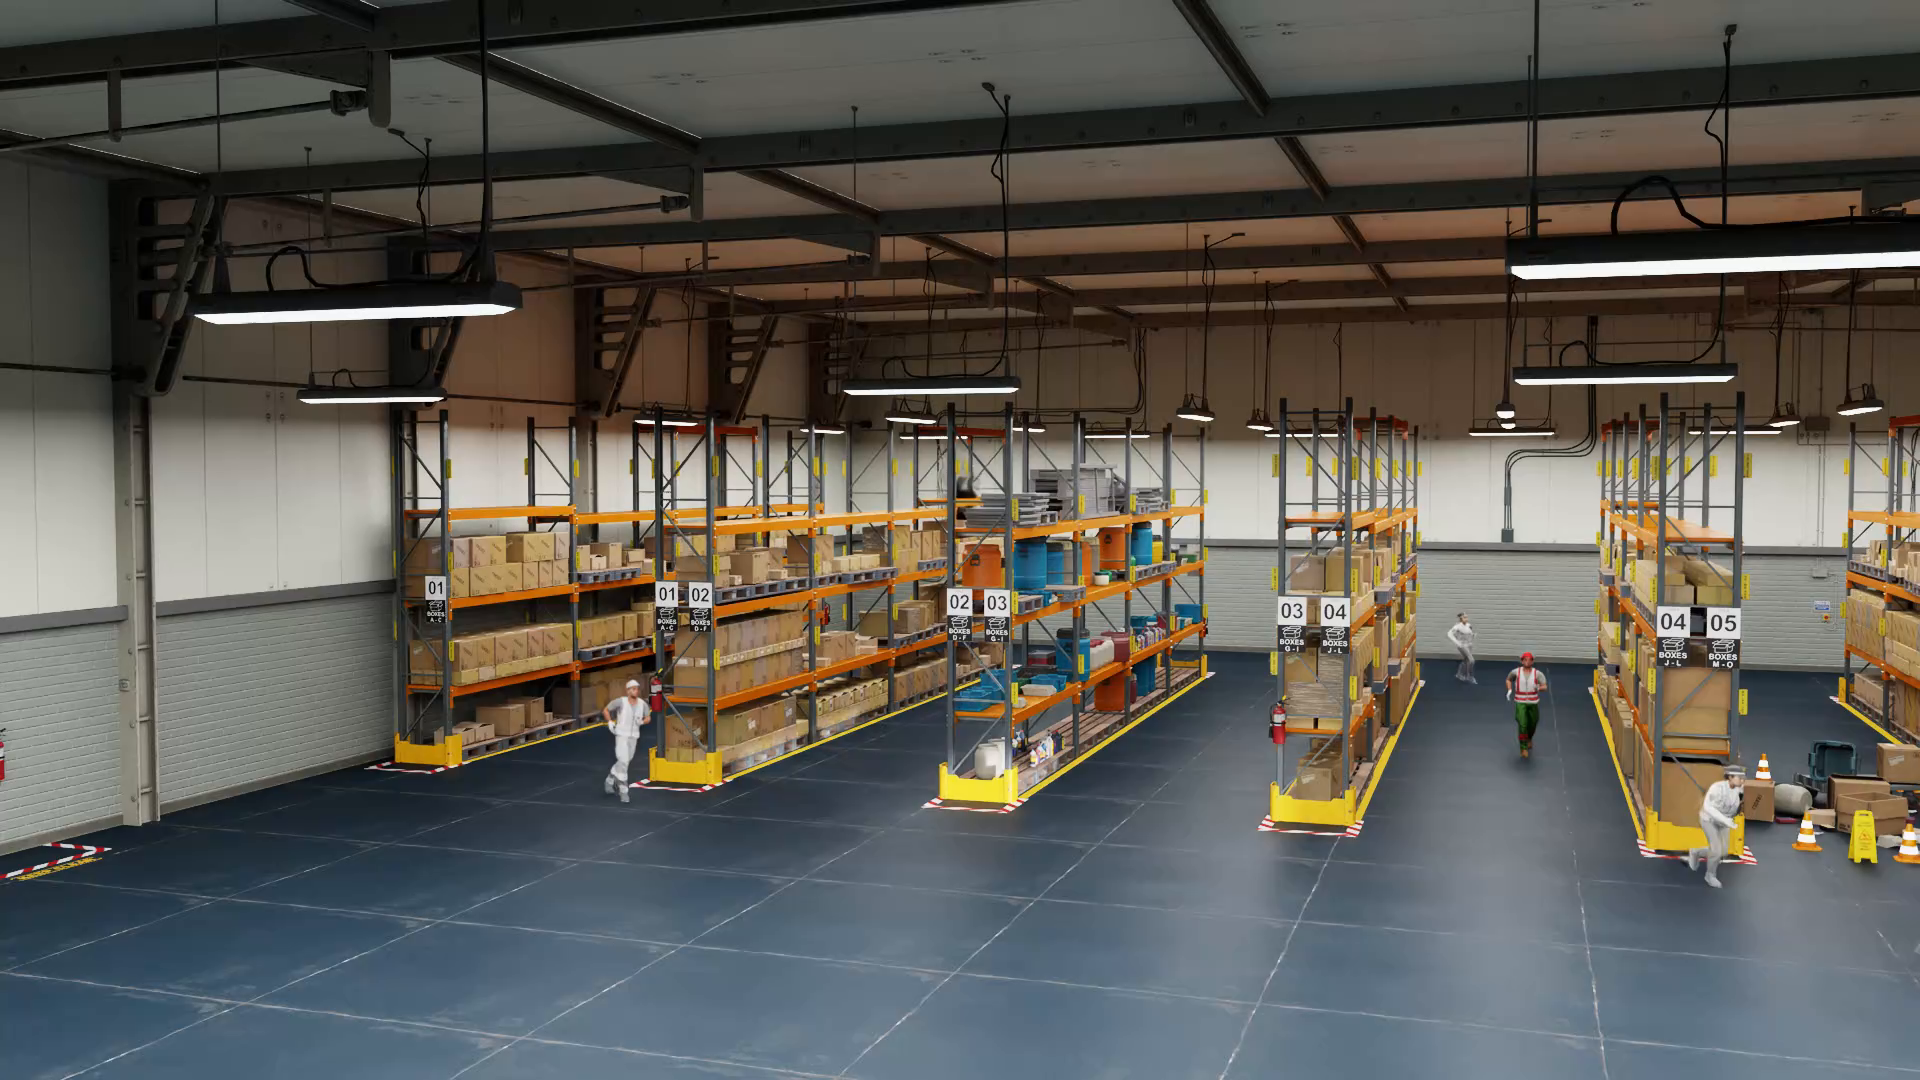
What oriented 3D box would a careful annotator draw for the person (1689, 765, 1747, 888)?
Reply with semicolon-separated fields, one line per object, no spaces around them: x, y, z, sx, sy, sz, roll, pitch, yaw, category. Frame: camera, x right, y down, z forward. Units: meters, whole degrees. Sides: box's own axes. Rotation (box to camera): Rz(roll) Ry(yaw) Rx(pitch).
9.109;3.409;19.944;0.617;1.519;0.799;-1;3;-19;person

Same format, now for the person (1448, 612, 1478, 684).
11.757;2.517;38.794;0.618;1.708;0.663;-2;3;-39;person

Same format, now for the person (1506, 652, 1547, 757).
9.872;2.836;28.957;0.659;1.770;1.005;1;3;13;person

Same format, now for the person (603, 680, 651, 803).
-5.059;3.035;25.376;0.671;1.811;0.862;-2;3;-40;person
